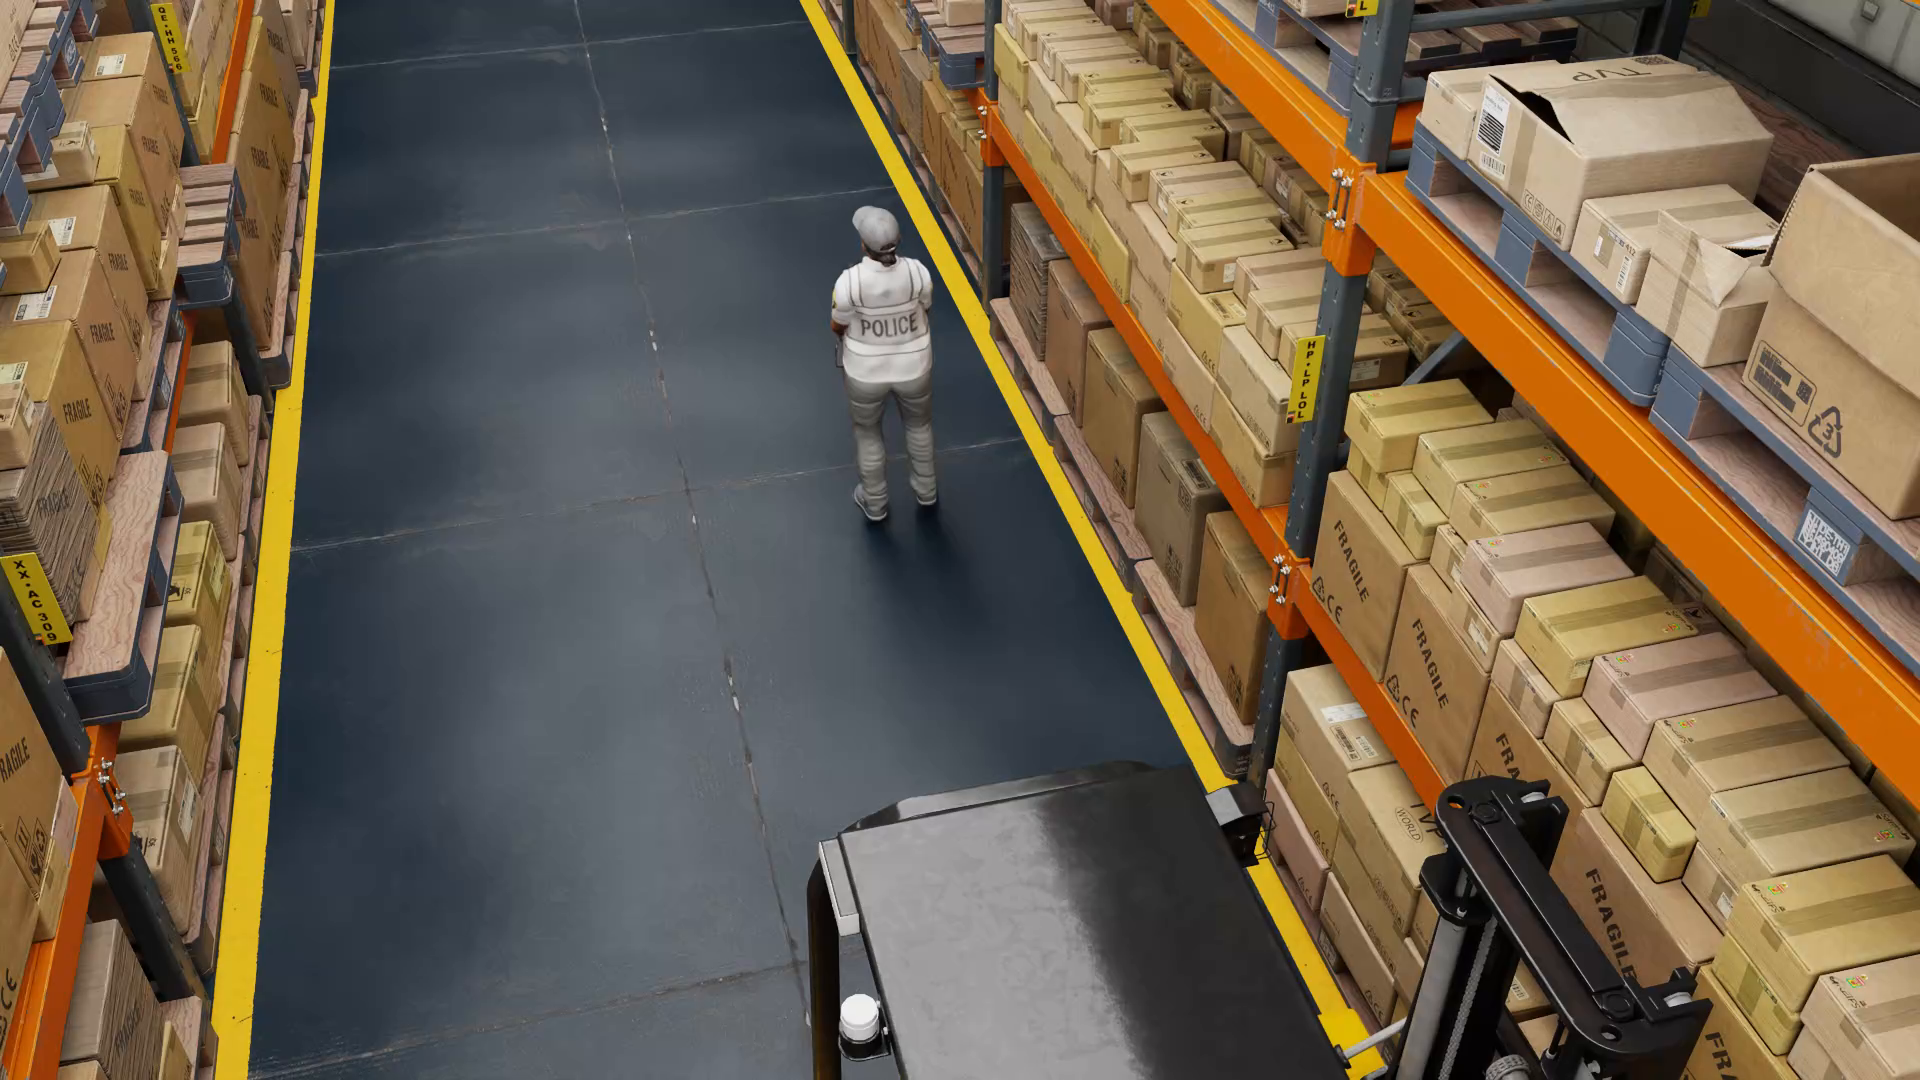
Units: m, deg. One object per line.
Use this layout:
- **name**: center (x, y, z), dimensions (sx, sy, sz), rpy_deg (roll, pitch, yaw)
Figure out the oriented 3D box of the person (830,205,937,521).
- **person**: center (-0.347, -0.839, 7.765), dimensions (0.509, 1.670, 0.497), rpy_deg (-9, 39, -11)
